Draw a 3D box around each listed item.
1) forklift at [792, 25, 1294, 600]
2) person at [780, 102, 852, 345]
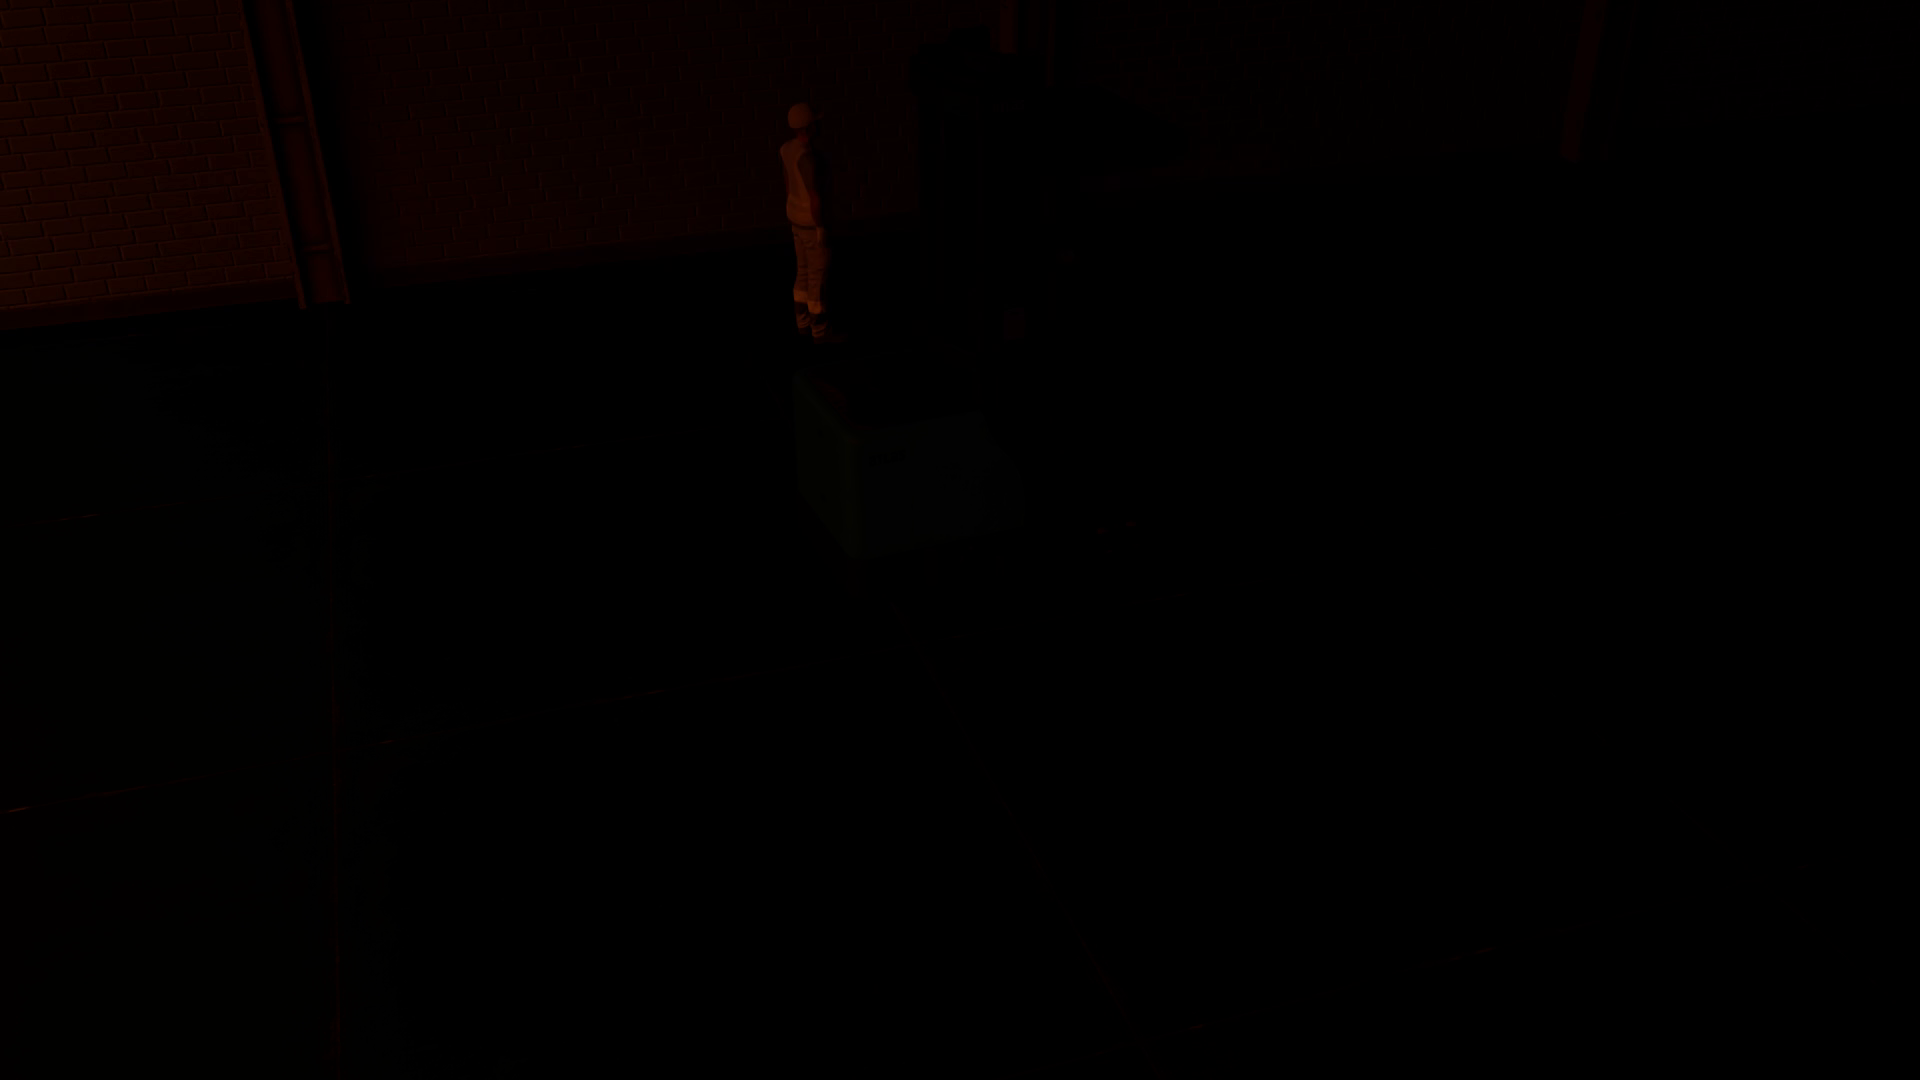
[{"bbox_3d":[0.578,-1.407,9.533,3.031,2.935,1.130,-12,32,-20],"label":"forklift"},{"bbox_3d":[-1.084,-2.353,12.322,0.367,1.795,0.525,-15,33,-25],"label":"person"}]
